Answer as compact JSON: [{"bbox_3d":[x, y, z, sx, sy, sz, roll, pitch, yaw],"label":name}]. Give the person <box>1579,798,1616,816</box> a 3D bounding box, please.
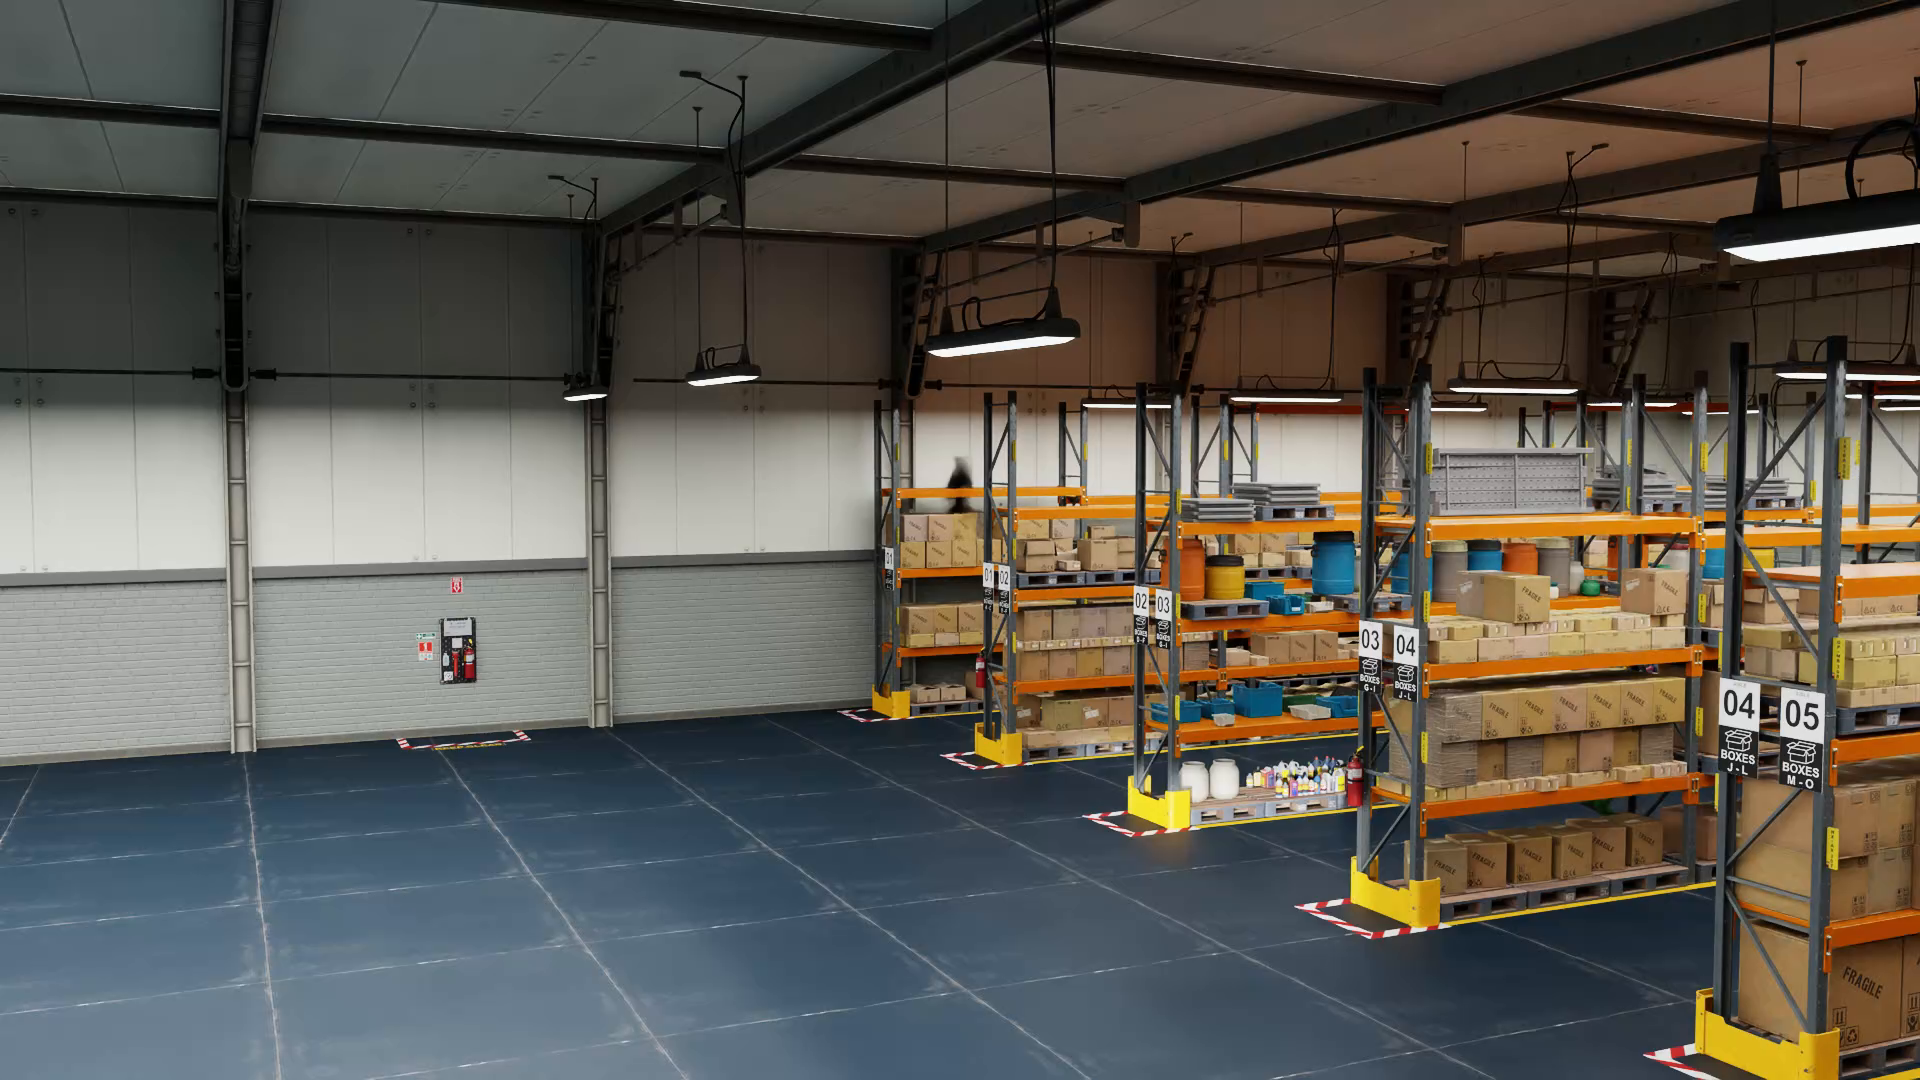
[{"bbox_3d":[8.301,3.113,21.728,0.963,1.548,0.713,0,3,-2],"label":"person"}]
